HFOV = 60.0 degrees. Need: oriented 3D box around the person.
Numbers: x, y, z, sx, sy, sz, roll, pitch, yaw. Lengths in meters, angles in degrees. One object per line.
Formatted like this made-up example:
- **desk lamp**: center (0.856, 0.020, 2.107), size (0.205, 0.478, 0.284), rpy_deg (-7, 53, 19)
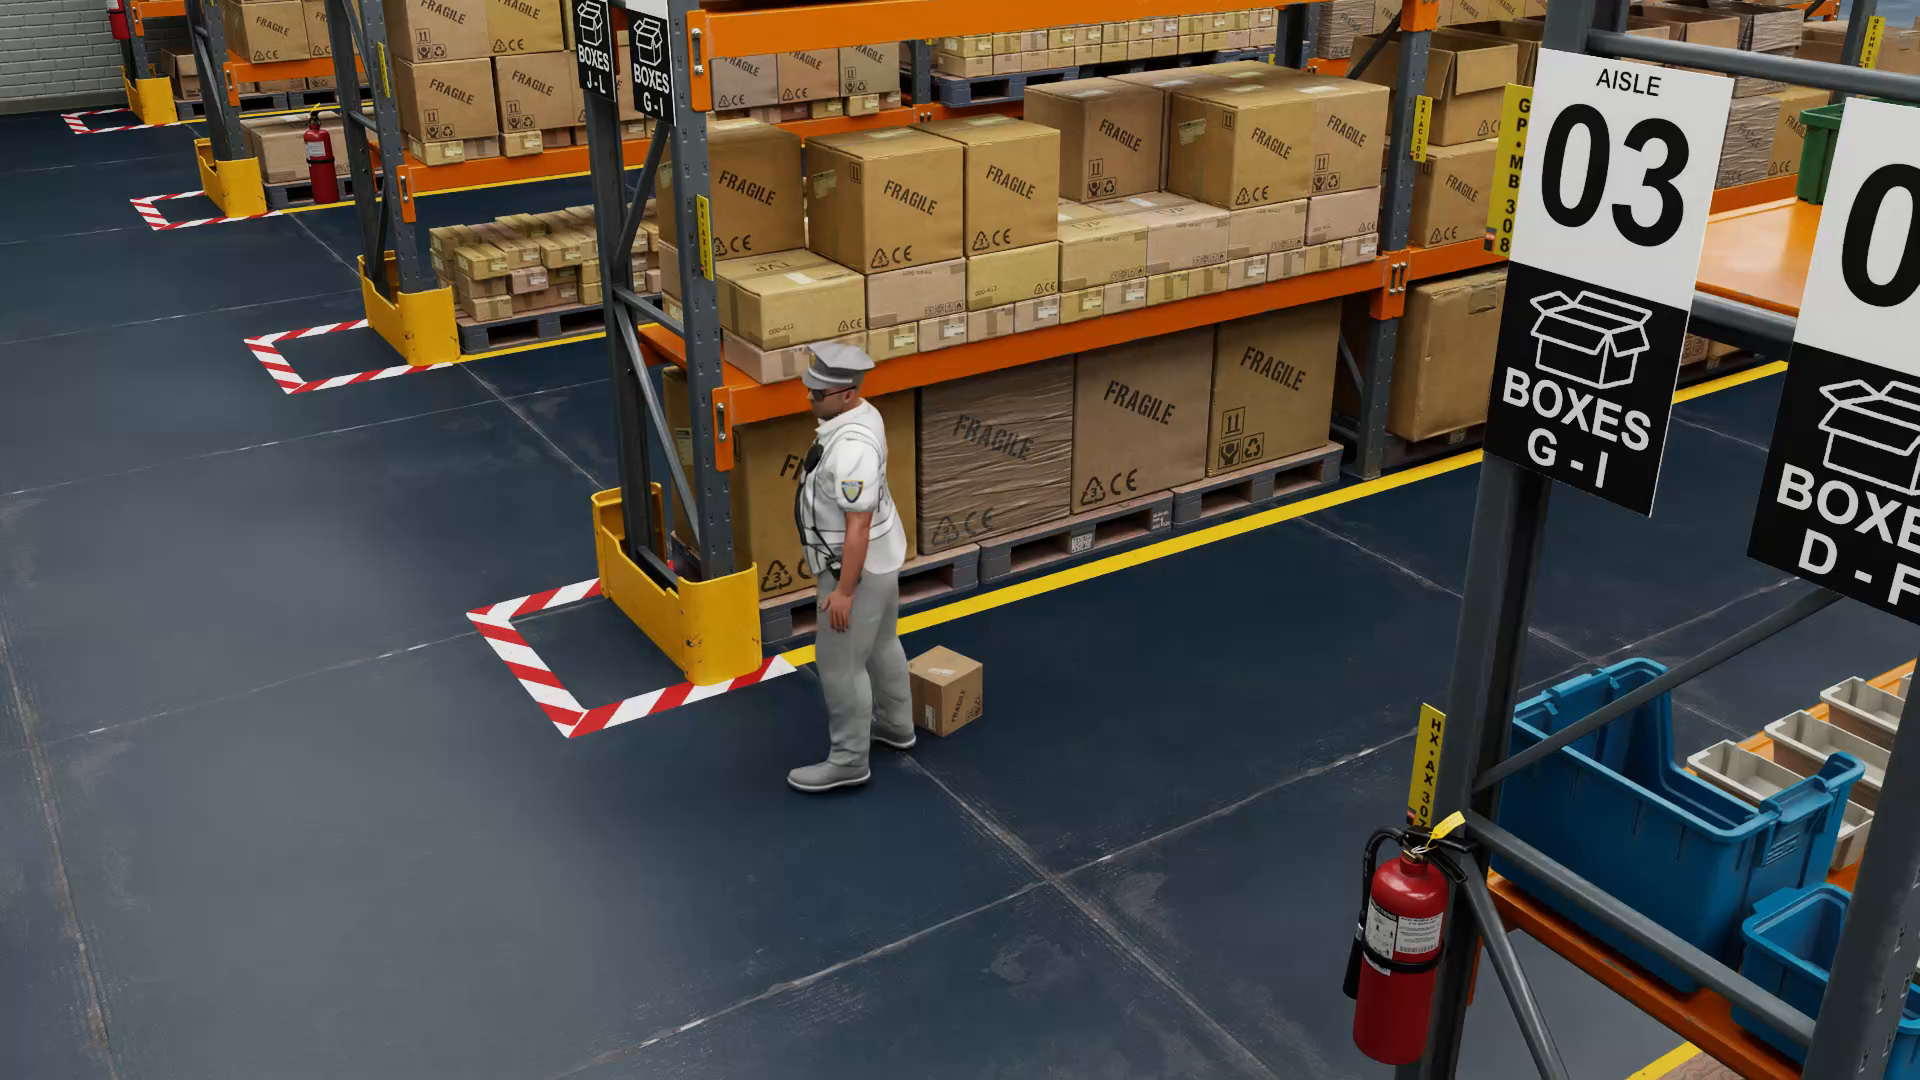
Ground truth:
- **person**: center (-0.428, 0.090, 6.355), size (0.480, 1.753, 0.585), rpy_deg (2, 25, 4)
